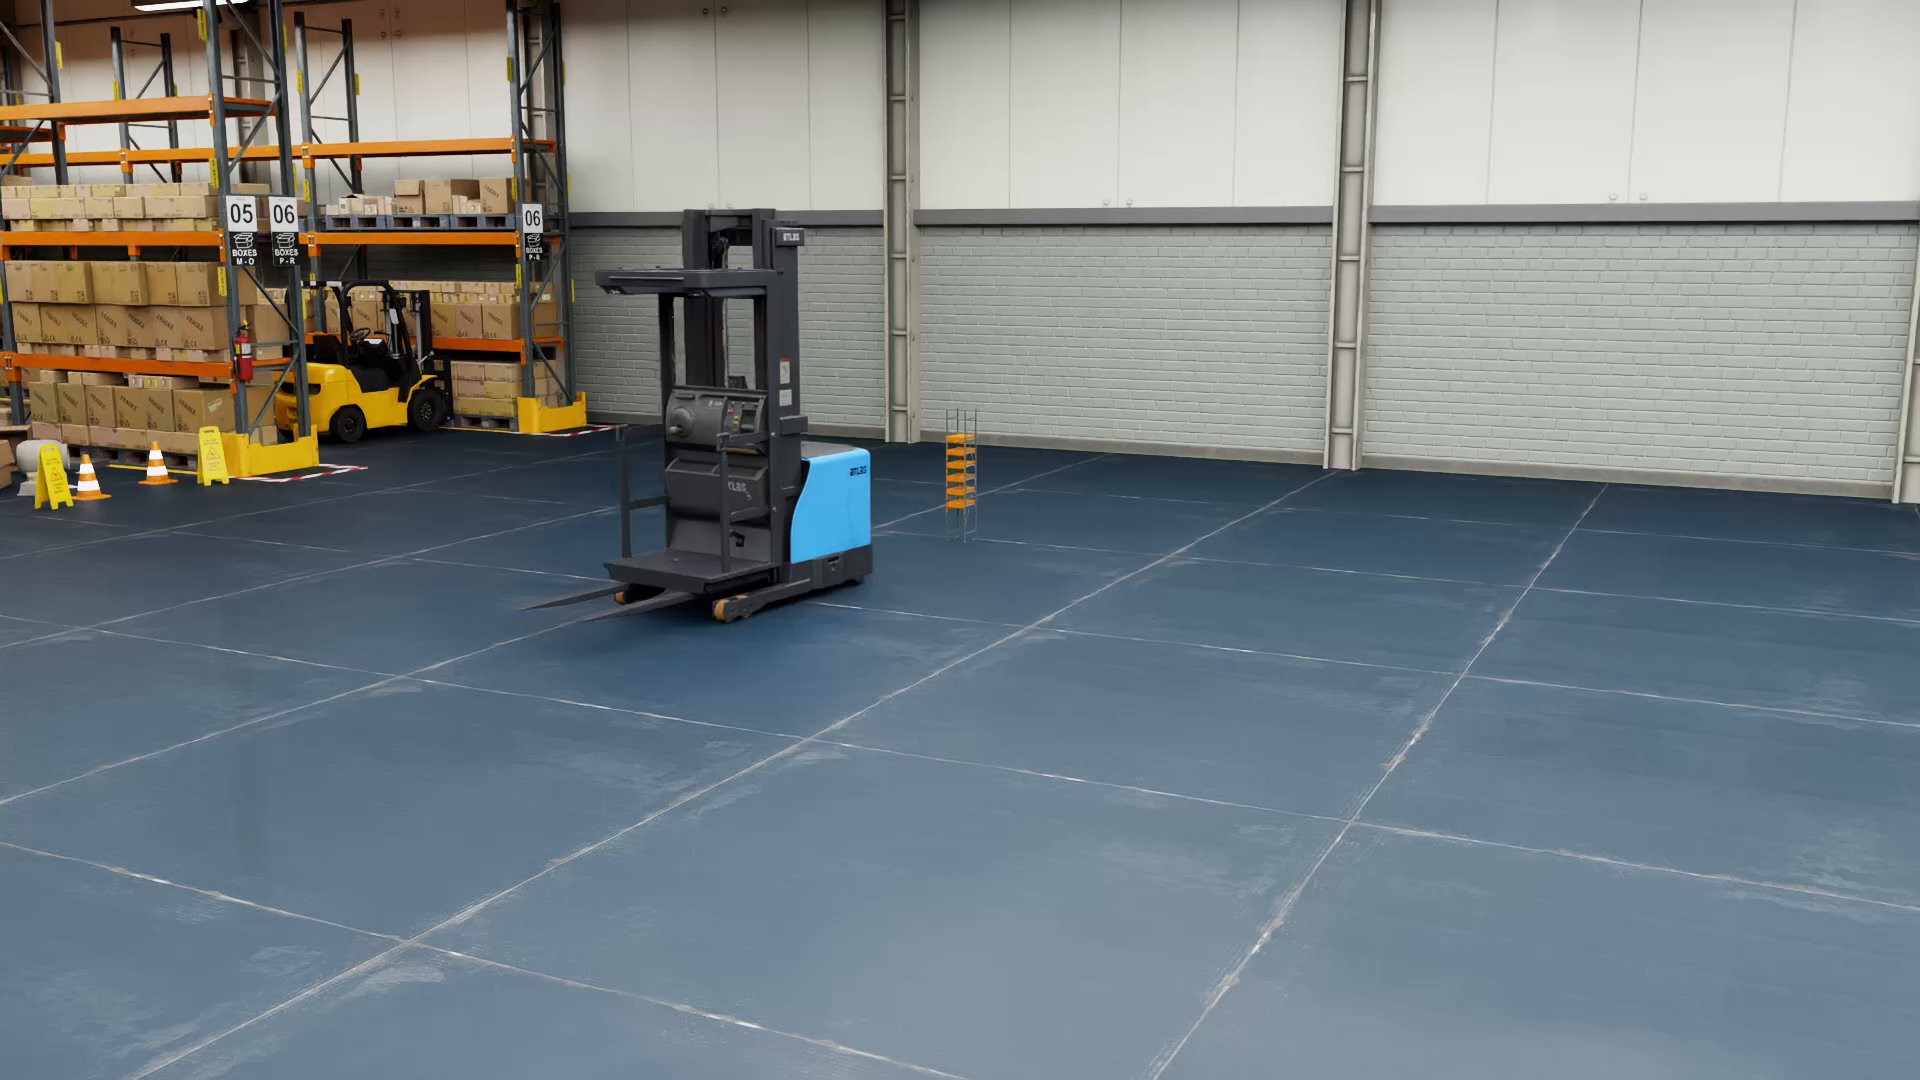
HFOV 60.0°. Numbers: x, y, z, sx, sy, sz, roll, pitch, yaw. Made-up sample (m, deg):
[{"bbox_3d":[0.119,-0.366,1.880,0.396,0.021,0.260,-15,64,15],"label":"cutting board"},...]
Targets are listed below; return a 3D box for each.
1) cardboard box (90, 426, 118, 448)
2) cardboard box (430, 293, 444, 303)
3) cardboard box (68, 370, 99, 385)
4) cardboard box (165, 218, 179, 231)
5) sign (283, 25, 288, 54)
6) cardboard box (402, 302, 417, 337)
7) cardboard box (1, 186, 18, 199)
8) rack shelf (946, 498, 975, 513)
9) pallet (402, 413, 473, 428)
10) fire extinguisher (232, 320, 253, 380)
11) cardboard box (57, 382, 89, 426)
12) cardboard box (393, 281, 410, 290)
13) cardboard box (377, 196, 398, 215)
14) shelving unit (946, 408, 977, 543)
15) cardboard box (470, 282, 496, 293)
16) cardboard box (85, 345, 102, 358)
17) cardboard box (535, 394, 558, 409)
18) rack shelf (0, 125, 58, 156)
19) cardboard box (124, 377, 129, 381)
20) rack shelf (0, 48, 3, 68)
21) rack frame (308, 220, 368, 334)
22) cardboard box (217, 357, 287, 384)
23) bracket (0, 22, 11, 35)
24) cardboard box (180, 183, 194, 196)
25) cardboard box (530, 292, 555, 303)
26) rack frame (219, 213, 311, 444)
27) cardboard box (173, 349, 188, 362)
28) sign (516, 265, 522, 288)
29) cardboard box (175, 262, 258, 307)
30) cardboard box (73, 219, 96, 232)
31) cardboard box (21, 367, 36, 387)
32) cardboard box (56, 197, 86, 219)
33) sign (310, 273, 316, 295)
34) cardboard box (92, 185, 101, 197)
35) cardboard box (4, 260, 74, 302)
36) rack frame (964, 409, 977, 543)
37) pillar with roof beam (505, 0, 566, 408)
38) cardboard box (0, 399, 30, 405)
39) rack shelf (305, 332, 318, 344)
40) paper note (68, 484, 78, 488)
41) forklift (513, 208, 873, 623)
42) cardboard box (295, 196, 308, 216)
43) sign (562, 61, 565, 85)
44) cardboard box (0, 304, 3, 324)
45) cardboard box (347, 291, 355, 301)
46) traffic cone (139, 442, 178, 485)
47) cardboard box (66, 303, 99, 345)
[{"bbox_3d":[-10.338,-1.297,20.517,0.500,0.250,0.500,5,11,25],"label":"cardboard box"},{"bbox_3d":[-7.524,-3.541,24.270,0.250,0.149,0.380,5,11,26],"label":"cardboard box"},{"bbox_3d":[-10.751,-2.007,20.514,0.250,0.149,0.380,6,12,28],"label":"cardboard box"},{"bbox_3d":[-9.026,-3.676,19.403,0.250,0.149,0.380,5,12,28],"label":"cardboard box"},{"bbox_3d":[-7.881,-5.837,19.369,0.005,0.325,0.100,5,11,26],"label":"sign"},{"bbox_3d":[-7.862,-3.259,24.536,0.500,0.500,0.500,5,11,26],"label":"cardboard box"},{"bbox_3d":[-11.570,-4.283,20.515,0.250,0.149,0.380,5,11,25],"label":"cardboard box"},{"bbox_3d":[0.013,-0.309,15.168,0.180,0.103,0.258,5,11,26],"label":"rack shelf"},{"bbox_3d":[-7.722,-1.871,24.973,1.213,0.211,1.003,5,11,26],"label":"pallet"},{"bbox_3d":[-8.222,-2.179,19.065,0.183,0.674,0.296,5,11,26],"label":"fire extinguisher"},{"bbox_3d":[-10.813,-1.708,20.679,0.500,0.500,0.500,6,12,28],"label":"cardboard box"},{"bbox_3d":[-8.170,-3.761,24.653,0.250,0.149,0.380,5,11,26],"label":"cardboard box"},{"bbox_3d":[-8.318,-4.908,24.422,0.258,0.266,0.396,5,11,24],"label":"cardboard box"},{"bbox_3d":[0.013,-0.589,15.117,0.189,1.200,0.258,5,11,26],"label":"shelving unit"},{"bbox_3d":[-6.824,-3.633,23.943,0.250,0.149,0.380,5,12,27],"label":"cardboard box"},{"bbox_3d":[-10.424,-2.313,20.293,0.250,0.149,0.380,5,11,26],"label":"cardboard box"},{"bbox_3d":[-6.282,-2.016,24.490,0.500,0.250,0.500,5,11,26],"label":"cardboard box"},{"bbox_3d":[-13.502,-5.174,21.692,4.000,0.370,1.077,5,11,26],"label":"rack shelf"},{"bbox_3d":[-10.602,-1.794,21.156,0.500,0.500,0.500,5,12,27],"label":"cardboard box"},{"bbox_3d":[-18.483,-8.429,29.225,4.000,0.370,1.077,5,11,26],"label":"rack shelf"},{"bbox_3d":[-9.515,-3.408,25.638,0.127,3.000,1.000,5,11,26],"label":"rack frame"},{"bbox_3d":[-11.356,-2.607,26.699,0.625,0.625,0.875,5,11,23],"label":"cardboard box"},{"bbox_3d":[-16.700,-8.871,28.871,0.430,0.232,0.235,5,11,26],"label":"bracket"},{"bbox_3d":[-8.769,-4.050,19.231,0.250,0.149,0.380,5,12,27],"label":"cardboard box"},{"bbox_3d":[-6.117,-3.529,24.206,0.250,0.149,0.380,5,11,24],"label":"cardboard box"},{"bbox_3d":[-8.121,-2.300,19.514,0.127,3.000,1.000,5,11,26],"label":"rack frame"},{"bbox_3d":[-9.048,-2.197,19.654,0.250,0.149,0.380,5,11,25],"label":"cardboard box"},{"bbox_3d":[-6.180,-3.694,23.299,0.005,0.325,0.100,5,11,26],"label":"sign"},{"bbox_3d":[-8.676,-2.993,19.420,0.500,0.500,0.700,5,11,24],"label":"cardboard box"},{"bbox_3d":[-10.420,-3.788,20.020,0.250,0.149,0.380,5,11,25],"label":"cardboard box"},{"bbox_3d":[-15.873,-2.901,28.674,0.500,0.500,0.500,5,11,25],"label":"cardboard box"},{"bbox_3d":[-10.524,-4.004,20.097,0.500,0.250,0.500,5,11,26],"label":"cardboard box"},{"bbox_3d":[-9.746,-3.851,25.059,0.005,0.325,0.100,5,11,26],"label":"sign"},{"bbox_3d":[-10.139,-4.173,19.911,0.250,0.149,0.380,5,12,27],"label":"cardboard box"},{"bbox_3d":[-11.409,-3.233,20.749,0.500,0.500,0.700,5,11,25],"label":"cardboard box"},{"bbox_3d":[0.095,-0.582,15.077,0.006,1.200,0.240,5,11,26],"label":"rack frame"},{"bbox_3d":[-8.058,-5.556,20.661,0.548,9.000,9.100,5,11,26],"label":"pillar with roof beam"},{"bbox_3d":[-12.826,-1.626,21.989,0.625,0.372,0.950,6,12,29],"label":"cardboard box"},{"bbox_3d":[-11.309,-3.212,26.573,4.000,0.370,1.077,5,11,26],"label":"rack shelf"},{"bbox_3d":[-9.849,-0.595,18.434,0.142,0.019,0.148,1,10,6],"label":"paper note"},{"bbox_3d":[-1.941,-0.944,12.216,1.130,2.935,3.031,7,12,33],"label":"forklift"},{"bbox_3d":[-10.272,-5.114,25.432,0.500,0.311,0.500,5,11,24],"label":"cardboard box"},{"bbox_3d":[-5.677,-6.671,23.752,0.005,0.325,0.100,5,11,26],"label":"sign"},{"bbox_3d":[-12.224,-3.017,21.182,0.500,0.500,0.500,5,11,25],"label":"cardboard box"},{"bbox_3d":[-9.113,-3.689,25.089,0.250,0.149,0.380,5,12,27],"label":"cardboard box"},{"bbox_3d":[-9.077,-0.879,18.789,0.334,0.463,0.336,5,11,26],"label":"traffic cone"},{"bbox_3d":[-10.532,-2.654,20.355,0.500,0.500,0.500,5,11,25],"label":"cardboard box"}]
